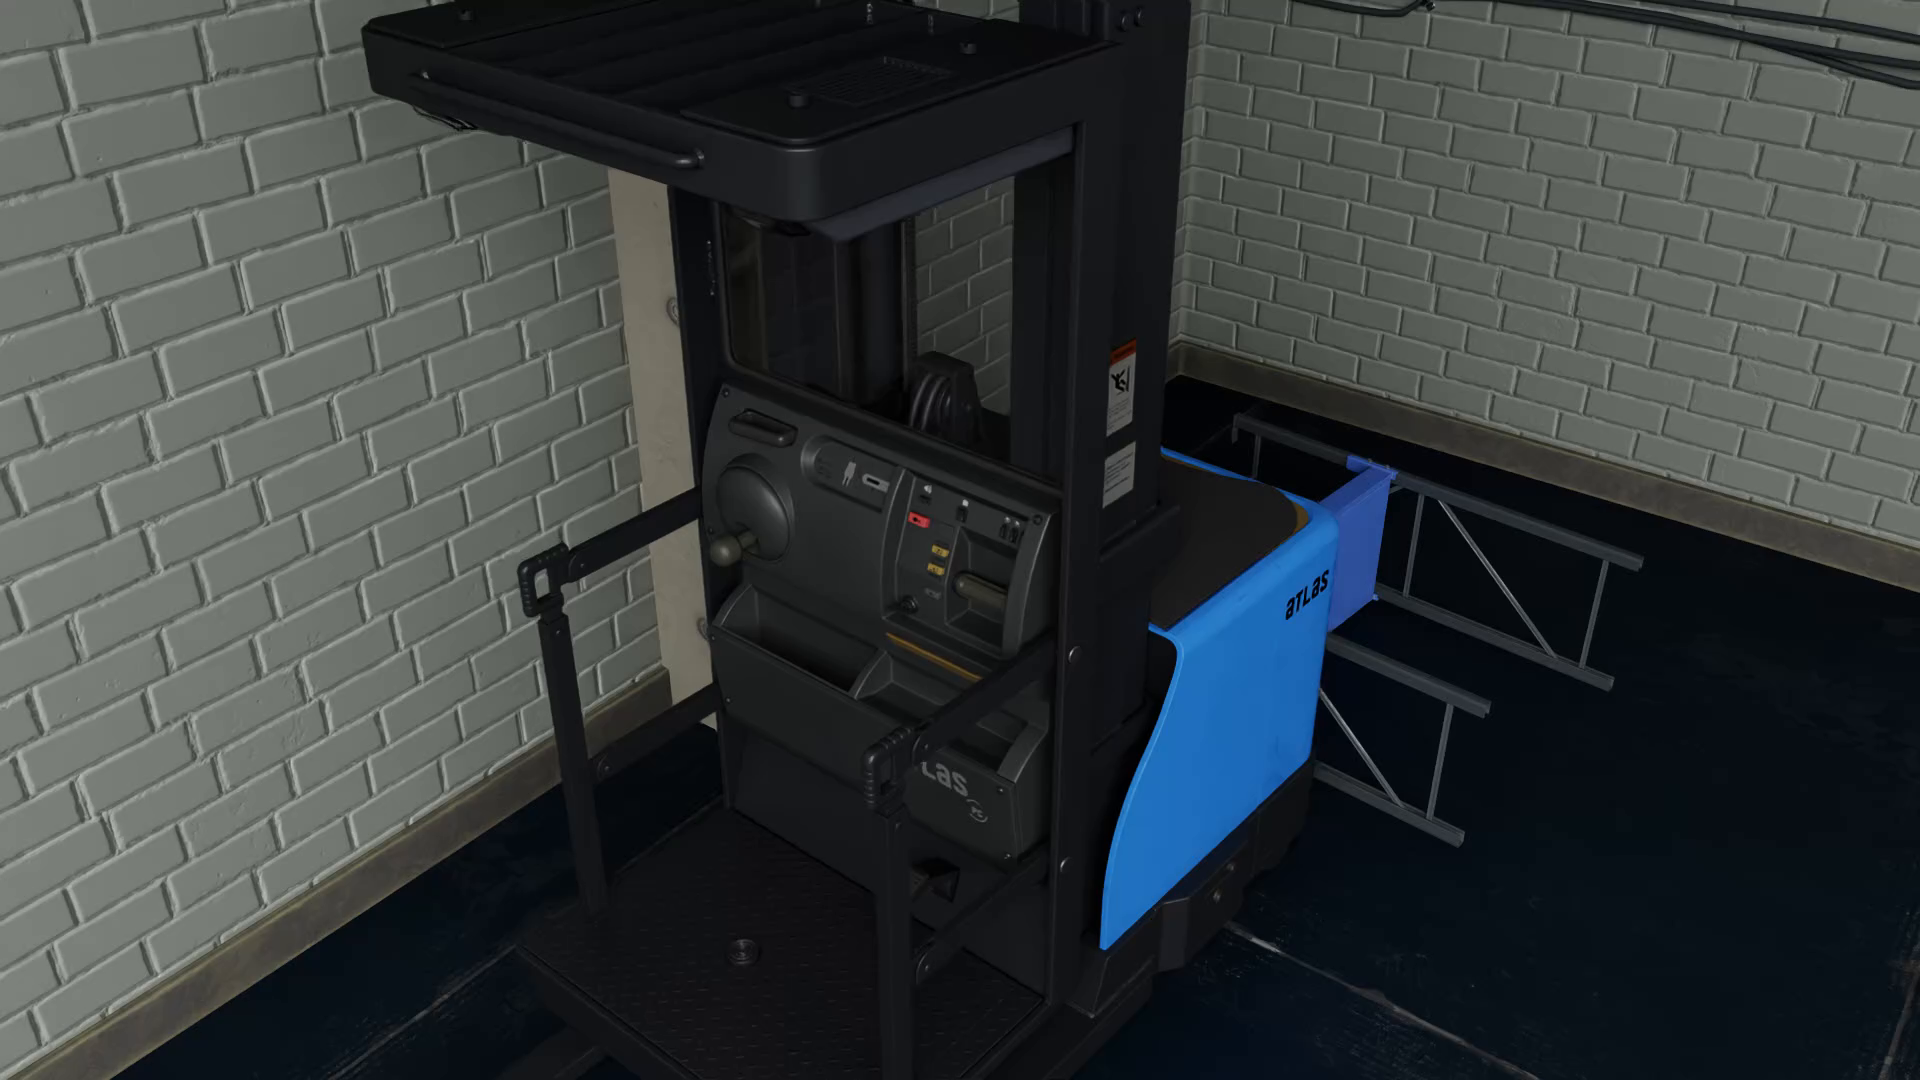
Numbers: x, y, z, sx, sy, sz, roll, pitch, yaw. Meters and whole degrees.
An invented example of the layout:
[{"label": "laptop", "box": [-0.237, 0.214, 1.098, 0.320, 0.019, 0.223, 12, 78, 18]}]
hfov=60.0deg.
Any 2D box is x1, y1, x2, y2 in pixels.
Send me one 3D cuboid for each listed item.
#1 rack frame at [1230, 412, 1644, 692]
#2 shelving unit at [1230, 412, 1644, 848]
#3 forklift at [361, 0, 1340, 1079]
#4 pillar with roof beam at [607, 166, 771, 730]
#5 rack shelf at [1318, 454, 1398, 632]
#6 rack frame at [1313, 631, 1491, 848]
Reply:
[{"label": "rack frame", "box": [1.551, 0.015, 5.696, 1.500, 0.500, 0.032, 25, 39, 35]}, {"label": "shelving unit", "box": [1.211, 0.208, 5.372, 1.500, 0.538, 1.048, 25, 39, 35]}, {"label": "forklift", "box": [-0.337, 0.000, 3.375, 1.130, 2.935, 3.031, 23, 38, 34]}, {"label": "pillar with roof beam", "box": [2.725, -2.052, 0.886, 9.100, 9.000, 0.400, 21, 37, 31]}, {"label": "rack shelf", "box": [1.077, 0.146, 5.475, 0.185, 0.538, 1.000, 25, 39, 35]}, {"label": "rack frame", "box": [0.870, 0.400, 5.047, 1.500, 0.500, 0.032, 25, 39, 35]}]
